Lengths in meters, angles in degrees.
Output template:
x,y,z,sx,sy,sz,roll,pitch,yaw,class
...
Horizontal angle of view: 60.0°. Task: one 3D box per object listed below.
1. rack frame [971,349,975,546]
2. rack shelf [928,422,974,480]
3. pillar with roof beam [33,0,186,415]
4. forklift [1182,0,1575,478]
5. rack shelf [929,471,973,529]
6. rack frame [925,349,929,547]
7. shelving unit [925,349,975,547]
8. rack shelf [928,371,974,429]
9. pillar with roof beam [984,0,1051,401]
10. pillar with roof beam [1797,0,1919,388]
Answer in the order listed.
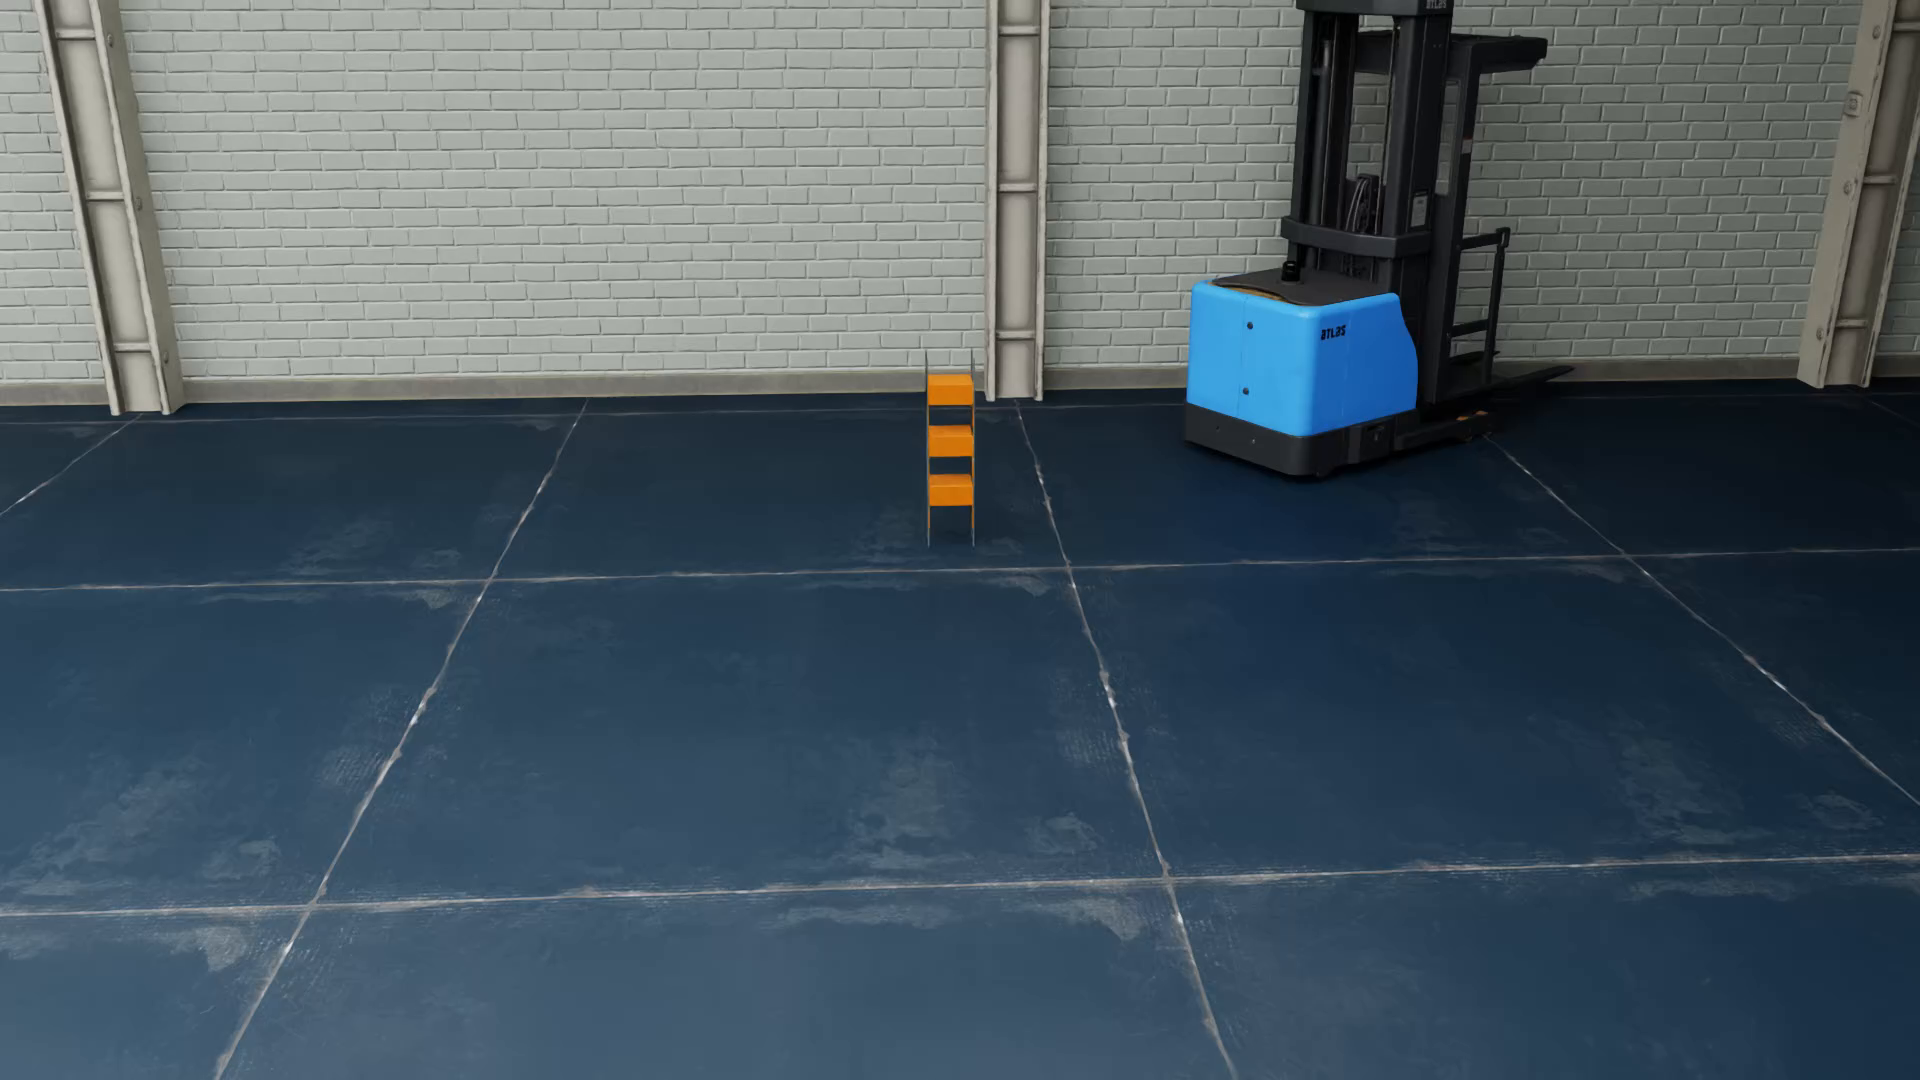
x,y,z,sx,sy,sz,roll,pitch,yaw,class
0.068,-0.492,8.938,0.008,1.050,0.200,-1,21,-3,rack frame
-0.053,-0.480,8.935,0.240,0.259,0.215,-1,21,-3,rack shelf
-5.365,-3.588,5.897,0.400,9.000,9.100,-1,21,-3,pillar with roof beam
2.907,-2.144,10.633,3.031,2.935,1.130,-15,25,-34,forklift
-0.053,-0.220,9.034,0.240,0.259,0.215,-1,21,-3,rack shelf
-0.175,-0.487,8.925,0.008,1.050,0.200,-1,21,-3,rack frame
-0.053,-0.490,8.931,0.252,1.050,0.215,-1,21,-3,shelving unit
-0.053,-0.745,8.834,0.240,0.259,0.215,-1,21,-3,rack shelf
0.625,-3.710,6.217,0.400,9.000,9.100,-1,21,-3,pillar with roof beam
6.615,-3.831,6.537,0.400,9.000,9.100,-1,21,-3,pillar with roof beam
